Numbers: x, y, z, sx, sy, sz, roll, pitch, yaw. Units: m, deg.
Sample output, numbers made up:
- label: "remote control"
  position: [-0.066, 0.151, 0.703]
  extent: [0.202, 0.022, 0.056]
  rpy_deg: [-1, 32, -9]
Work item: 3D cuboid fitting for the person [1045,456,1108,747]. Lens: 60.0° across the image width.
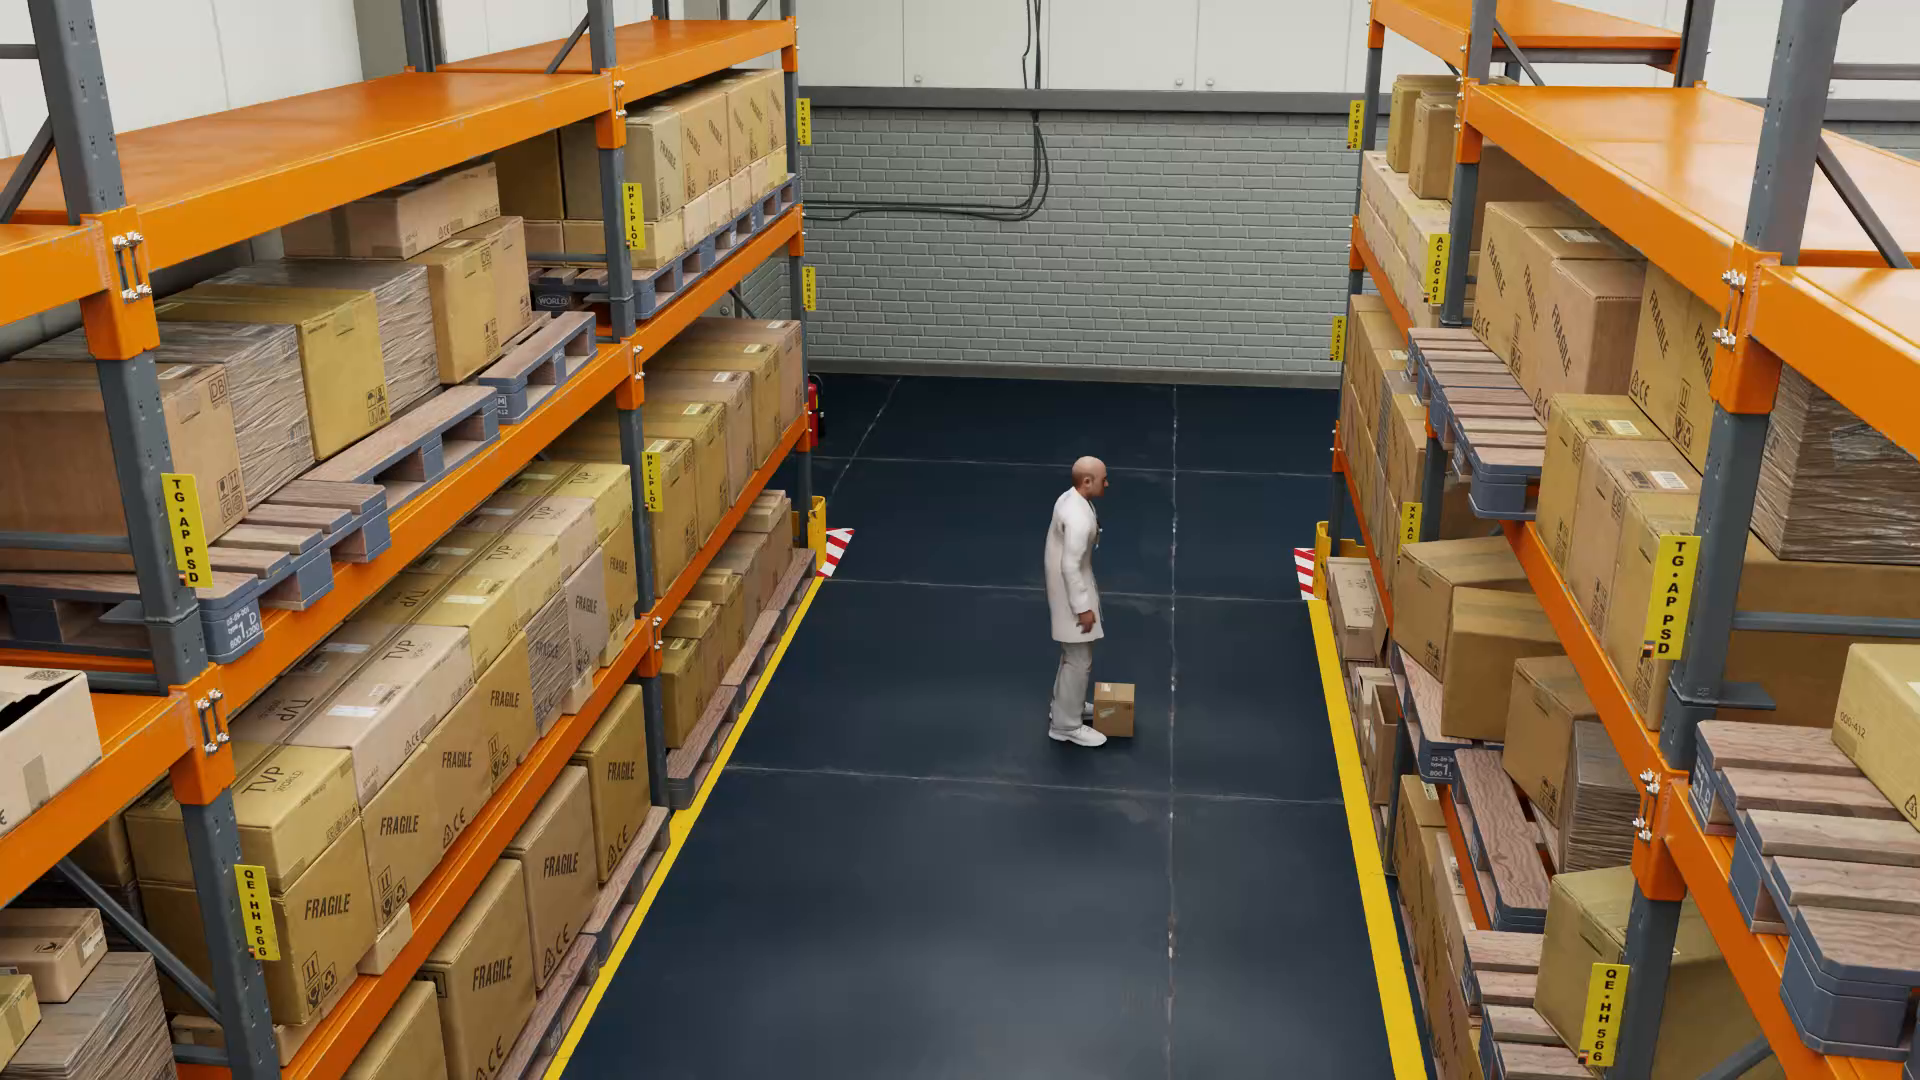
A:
- label: "person"
  position: [0.724, 0.341, 10.208]
  extent: [0.420, 1.775, 0.654]
  rpy_deg: [1, 21, 4]
